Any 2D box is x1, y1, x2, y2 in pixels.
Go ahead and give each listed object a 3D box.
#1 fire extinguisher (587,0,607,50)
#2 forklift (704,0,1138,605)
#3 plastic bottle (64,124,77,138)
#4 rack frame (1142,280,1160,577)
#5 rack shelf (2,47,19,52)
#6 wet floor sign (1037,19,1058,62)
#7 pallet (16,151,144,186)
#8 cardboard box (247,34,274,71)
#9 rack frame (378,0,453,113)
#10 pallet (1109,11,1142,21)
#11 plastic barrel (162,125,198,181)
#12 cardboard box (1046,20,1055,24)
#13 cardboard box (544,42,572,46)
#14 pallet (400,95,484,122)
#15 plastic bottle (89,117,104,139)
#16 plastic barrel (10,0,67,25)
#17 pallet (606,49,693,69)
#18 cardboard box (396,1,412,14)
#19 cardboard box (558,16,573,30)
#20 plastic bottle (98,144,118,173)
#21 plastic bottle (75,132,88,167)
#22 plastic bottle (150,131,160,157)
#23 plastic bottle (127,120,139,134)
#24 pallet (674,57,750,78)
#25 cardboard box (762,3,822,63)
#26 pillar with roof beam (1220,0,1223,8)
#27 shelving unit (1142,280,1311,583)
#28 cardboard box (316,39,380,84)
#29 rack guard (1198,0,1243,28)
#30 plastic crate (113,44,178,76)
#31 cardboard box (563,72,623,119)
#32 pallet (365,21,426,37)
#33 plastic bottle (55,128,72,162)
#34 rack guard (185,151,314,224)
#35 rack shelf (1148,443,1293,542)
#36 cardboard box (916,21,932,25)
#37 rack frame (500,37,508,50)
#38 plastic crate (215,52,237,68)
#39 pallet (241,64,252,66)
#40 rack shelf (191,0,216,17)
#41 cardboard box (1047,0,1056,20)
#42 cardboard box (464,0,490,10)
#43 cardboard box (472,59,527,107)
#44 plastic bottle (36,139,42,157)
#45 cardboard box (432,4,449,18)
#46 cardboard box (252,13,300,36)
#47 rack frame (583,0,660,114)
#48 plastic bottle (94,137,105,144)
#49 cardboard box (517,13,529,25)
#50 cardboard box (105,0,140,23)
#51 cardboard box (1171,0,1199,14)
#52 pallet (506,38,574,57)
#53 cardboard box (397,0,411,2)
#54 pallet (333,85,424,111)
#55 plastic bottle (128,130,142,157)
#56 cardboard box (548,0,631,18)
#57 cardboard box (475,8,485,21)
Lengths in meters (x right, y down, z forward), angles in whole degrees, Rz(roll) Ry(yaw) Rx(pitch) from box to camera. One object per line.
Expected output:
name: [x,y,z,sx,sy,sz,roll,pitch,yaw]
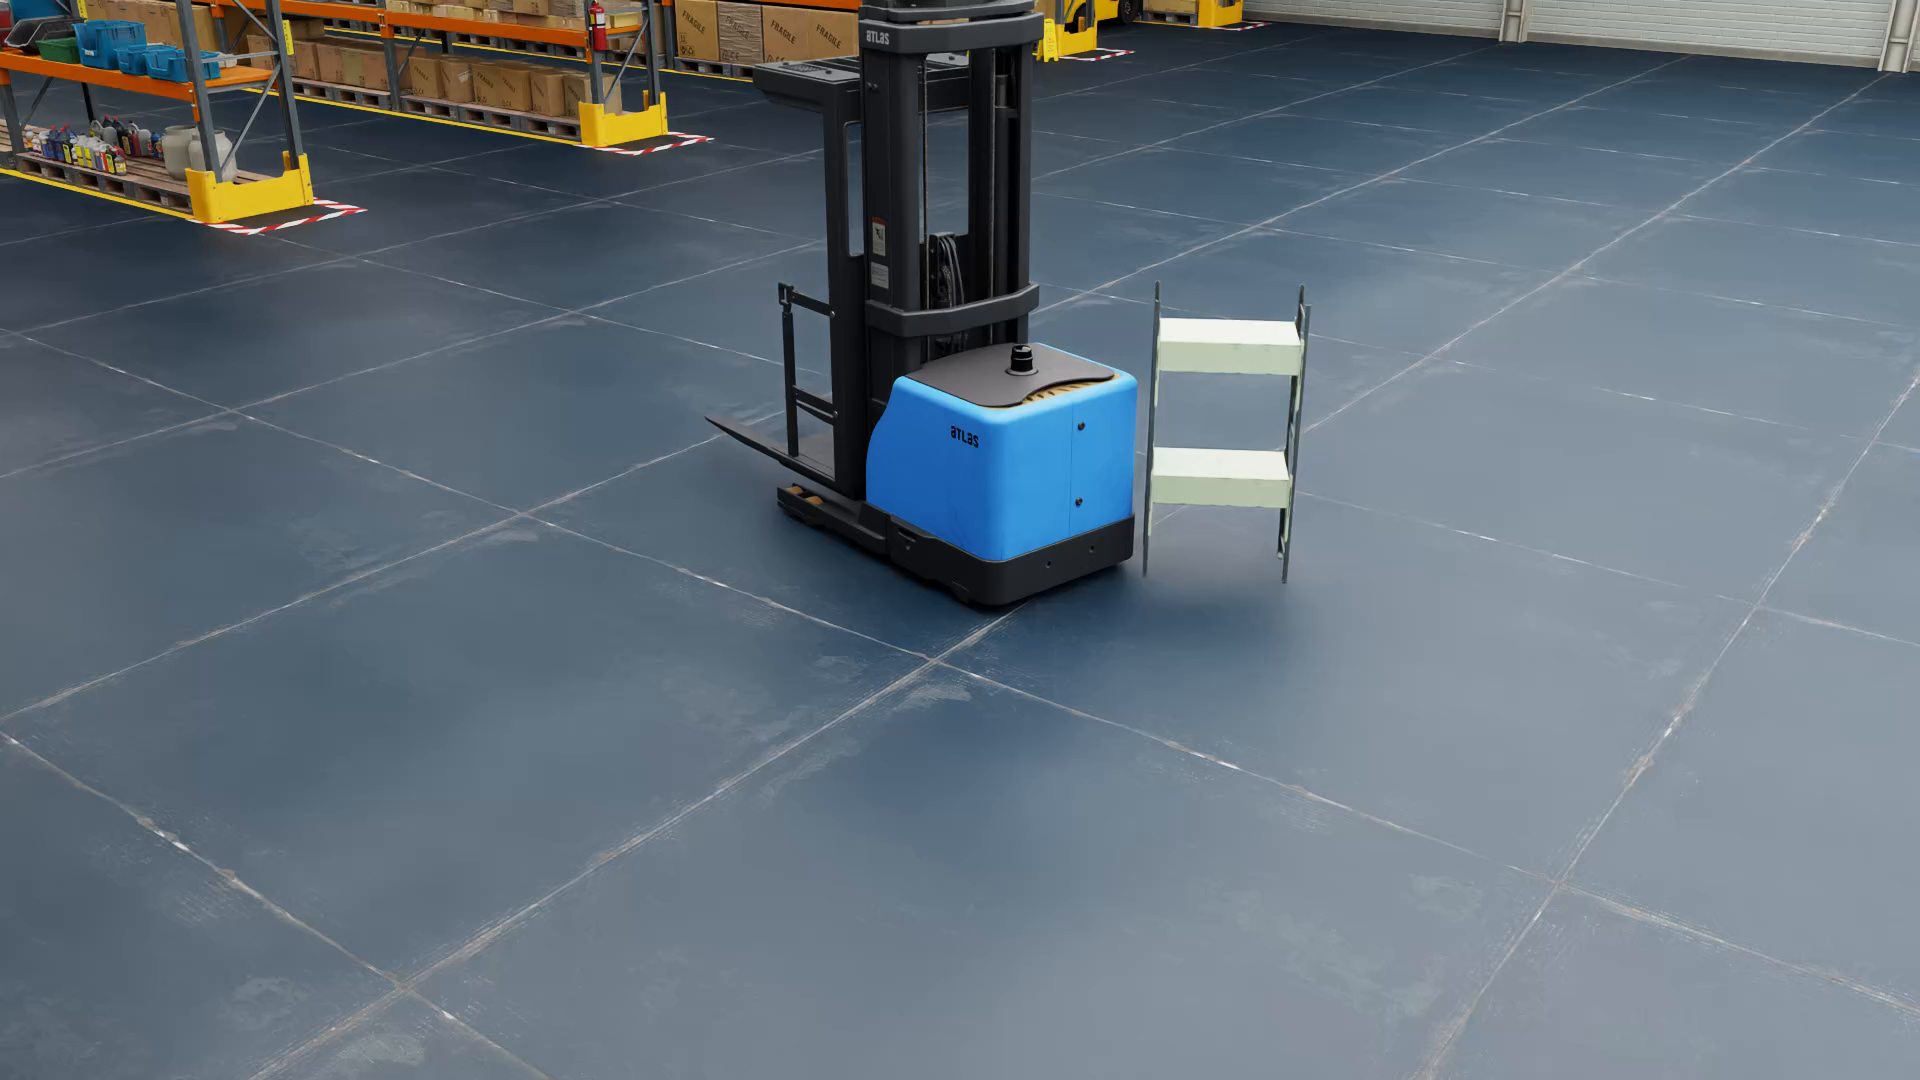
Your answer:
fire extinguisher: [-4.234,-6.074,19.411,0.183,0.674,0.296,17,29,33]
forklift: [-0.395,-1.536,9.100,1.130,2.935,3.031,-18,30,-35]
plastic bottle: [-9.737,-4.361,18.168,0.185,0.351,0.144,17,29,33]
rack frame: [0.998,-0.570,8.684,0.023,1.500,0.400,2,24,5]
rack shelf: [-11.821,-5.809,19.607,4.000,0.370,1.077,17,29,33]
wet floor sign: [1.405,-8.014,26.639,0.267,0.644,0.232,-15,28,-30]
pallet: [-9.708,-4.203,18.527,1.213,0.211,1.003,17,29,33]
cardboard box: [-9.902,-7.122,24.248,0.500,0.500,0.700,15,28,31]
rack frame: [-7.250,-7.253,21.991,0.127,3.000,1.000,17,29,33]
pallet: [3.259,-10.276,32.310,1.213,0.211,1.003,17,29,33]
plastic barrel: [-7.993,-3.997,17.166,0.421,0.512,0.421,0,24,0]
cardboard box: [1.415,-8.701,28.167,0.500,0.250,0.500,17,29,33]
cardboard box: [-6.260,-8.572,27.254,0.750,0.750,1.050,17,29,34]
pallet: [-6.691,-5.826,22.210,1.213,0.211,1.003,17,29,33]
plastic bottle: [-9.618,-4.535,18.561,0.185,0.351,0.144,17,29,33]
plastic barrel: [-10.348,-6.075,18.697,0.708,0.901,0.600,17,29,33]
pallet: [-4.857,-7.715,26.498,1.213,0.211,1.003,17,29,33]
cardboard box: [-7.066,-6.924,21.556,0.250,0.149,0.380,17,29,33]
cardboard box: [-4.600,-6.233,19.989,0.250,0.149,0.380,17,29,33]
plastic bottle: [-8.937,-4.015,17.474,0.135,0.276,0.152,17,29,34]
plastic bottle: [-9.332,-4.166,17.725,0.185,0.351,0.144,17,29,33]
plastic bottle: [-8.800,-4.335,18.207,0.097,0.271,0.097,0,24,0]
plastic bottle: [-9.120,-4.457,18.384,0.185,0.351,0.144,17,29,33]
pallet: [-3.633,-7.343,25.655,1.213,0.211,1.003,17,29,33]
cardboard box: [-2.281,-7.436,24.521,0.875,0.875,0.875,16,29,32]
pillar with roof beam: [2.270,-12.901,27.369,0.400,9.000,9.100,17,29,33]
shelving unit: [1.362,-0.555,8.649,0.755,1.500,0.431,2,24,5]
cardboard box: [-8.546,-6.722,23.341,0.500,0.500,0.700,14,27,29]
rack guard: [4.888,-9.935,31.180,0.348,0.500,1.175,17,29,33]
plastic crate: [-8.116,-4.803,16.615,0.408,0.251,0.499,17,29,33]
cardboard box: [-4.539,-5.490,20.570,0.500,0.500,0.500,-20,31,-38]
pallet: [-9.972,-9.299,30.094,1.213,0.211,1.003,17,29,33]
plastic bottle: [-9.672,-4.269,17.959,0.185,0.351,0.144,15,28,31]
rack guard: [-7.108,-3.547,16.680,0.348,0.500,1.175,17,29,33]
rack shelf: [1.362,-0.257,8.781,0.720,0.370,0.431,2,24,5]
cardboard box: [-0.562,-9.029,28.911,0.500,0.250,0.500,19,30,36]
rack frame: [-7.395,-9.796,27.763,0.127,3.000,1.000,17,29,33]
plastic crate: [-7.543,-4.887,16.948,0.250,0.136,0.298,17,29,33]
pallet: [-11.036,-7.159,25.236,1.213,0.211,1.003,17,29,33]
rack shelf: [-12.051,-8.374,25.429,4.000,0.370,1.077,17,29,33]
cardboard box: [1.396,-9.050,28.028,0.500,0.500,0.500,16,28,32]
cardboard box: [-5.712,-6.951,20.813,0.500,0.500,0.875,17,29,33]
cardboard box: [-5.947,-5.931,21.569,0.500,0.500,0.500,14,27,29]
plastic bottle: [-10.065,-4.308,18.232,0.097,0.201,0.097,0,24,0]
cardboard box: [-6.468,-6.741,21.142,0.250,0.149,0.380,17,29,33]
cardboard box: [-9.896,-7.468,24.104,0.500,0.250,0.500,18,30,35]
rack frame: [-4.049,-6.285,19.795,0.127,3.000,1.000,17,29,33]
plastic bottle: [-9.263,-4.186,17.863,0.135,0.276,0.152,17,29,33]
cardboard box: [-5.197,-6.417,20.404,0.250,0.149,0.380,17,29,33]
cardboard box: [-12.412,-8.043,25.899,0.875,0.875,1.225,16,28,32]
cardboard box: [4.303,-10.031,31.185,0.500,0.250,0.500,17,29,34]
pallet: [-6.809,-8.305,27.837,1.213,0.211,1.003,17,29,33]
cardboard box: [-6.927,-7.306,21.618,0.500,0.500,0.875,17,29,33]
pallet: [-7.874,-6.164,22.979,1.213,0.211,1.003,17,29,33]
plastic bottle: [-9.056,-4.351,18.227,0.133,0.283,0.061,17,29,33]
cardboard box: [-4.473,-6.609,20.037,0.500,0.500,0.875,17,29,33]
cardboard box: [-5.822,-6.585,20.786,0.250,0.149,0.380,17,29,33]
